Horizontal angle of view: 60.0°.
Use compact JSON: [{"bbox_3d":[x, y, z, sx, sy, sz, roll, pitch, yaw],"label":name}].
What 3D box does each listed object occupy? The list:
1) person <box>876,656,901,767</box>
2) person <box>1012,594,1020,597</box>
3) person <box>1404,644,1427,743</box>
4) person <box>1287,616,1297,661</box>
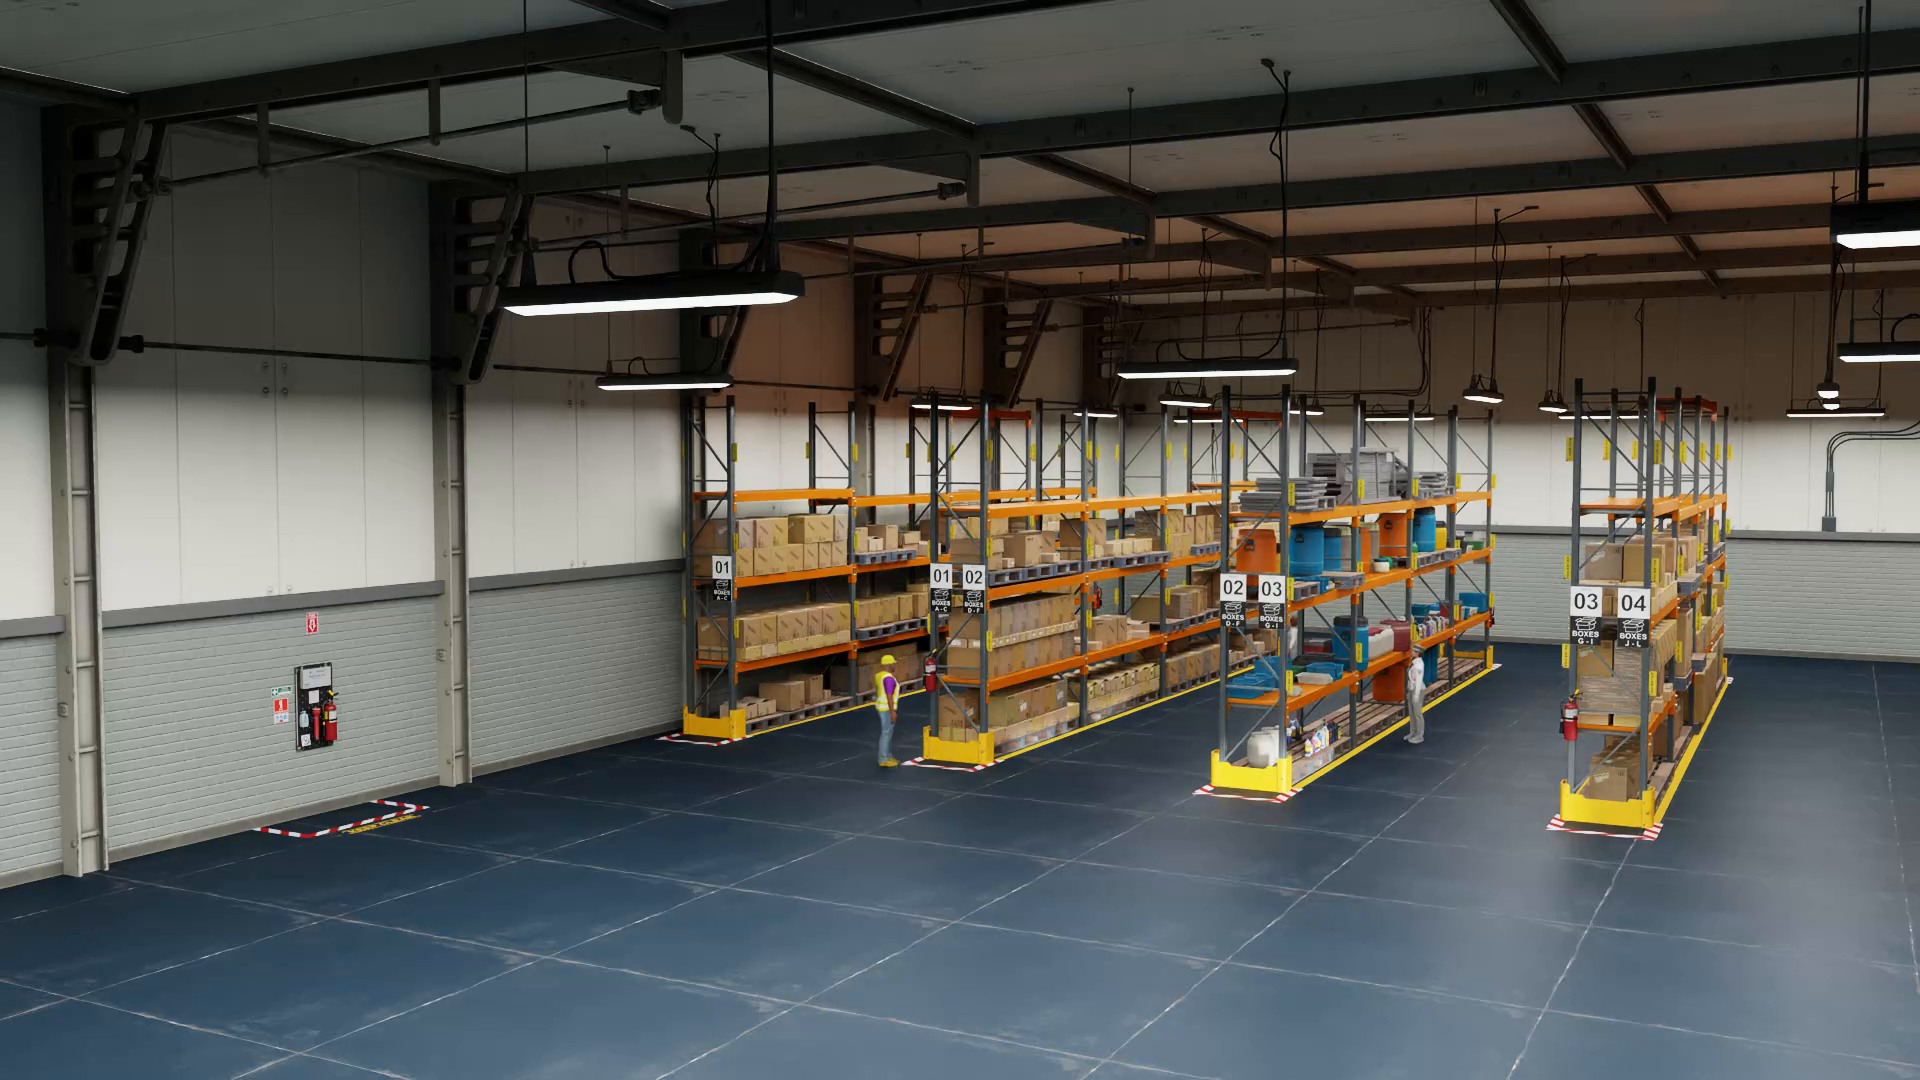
[{"bbox_3d":[-1.106,2.735,26.562,0.457,1.780,0.679,-1,3,-14],"label":"person"},{"bbox_3d":[1.111,1.984,35.504,0.622,1.777,0.641,-2,3,-30],"label":"person"},{"bbox_3d":[7.888,2.638,28.802,0.375,1.698,0.513,0,3,-6],"label":"person"},{"bbox_3d":[6.908,2.393,34.934,0.446,1.607,0.535,-1,3,-12],"label":"person"}]
